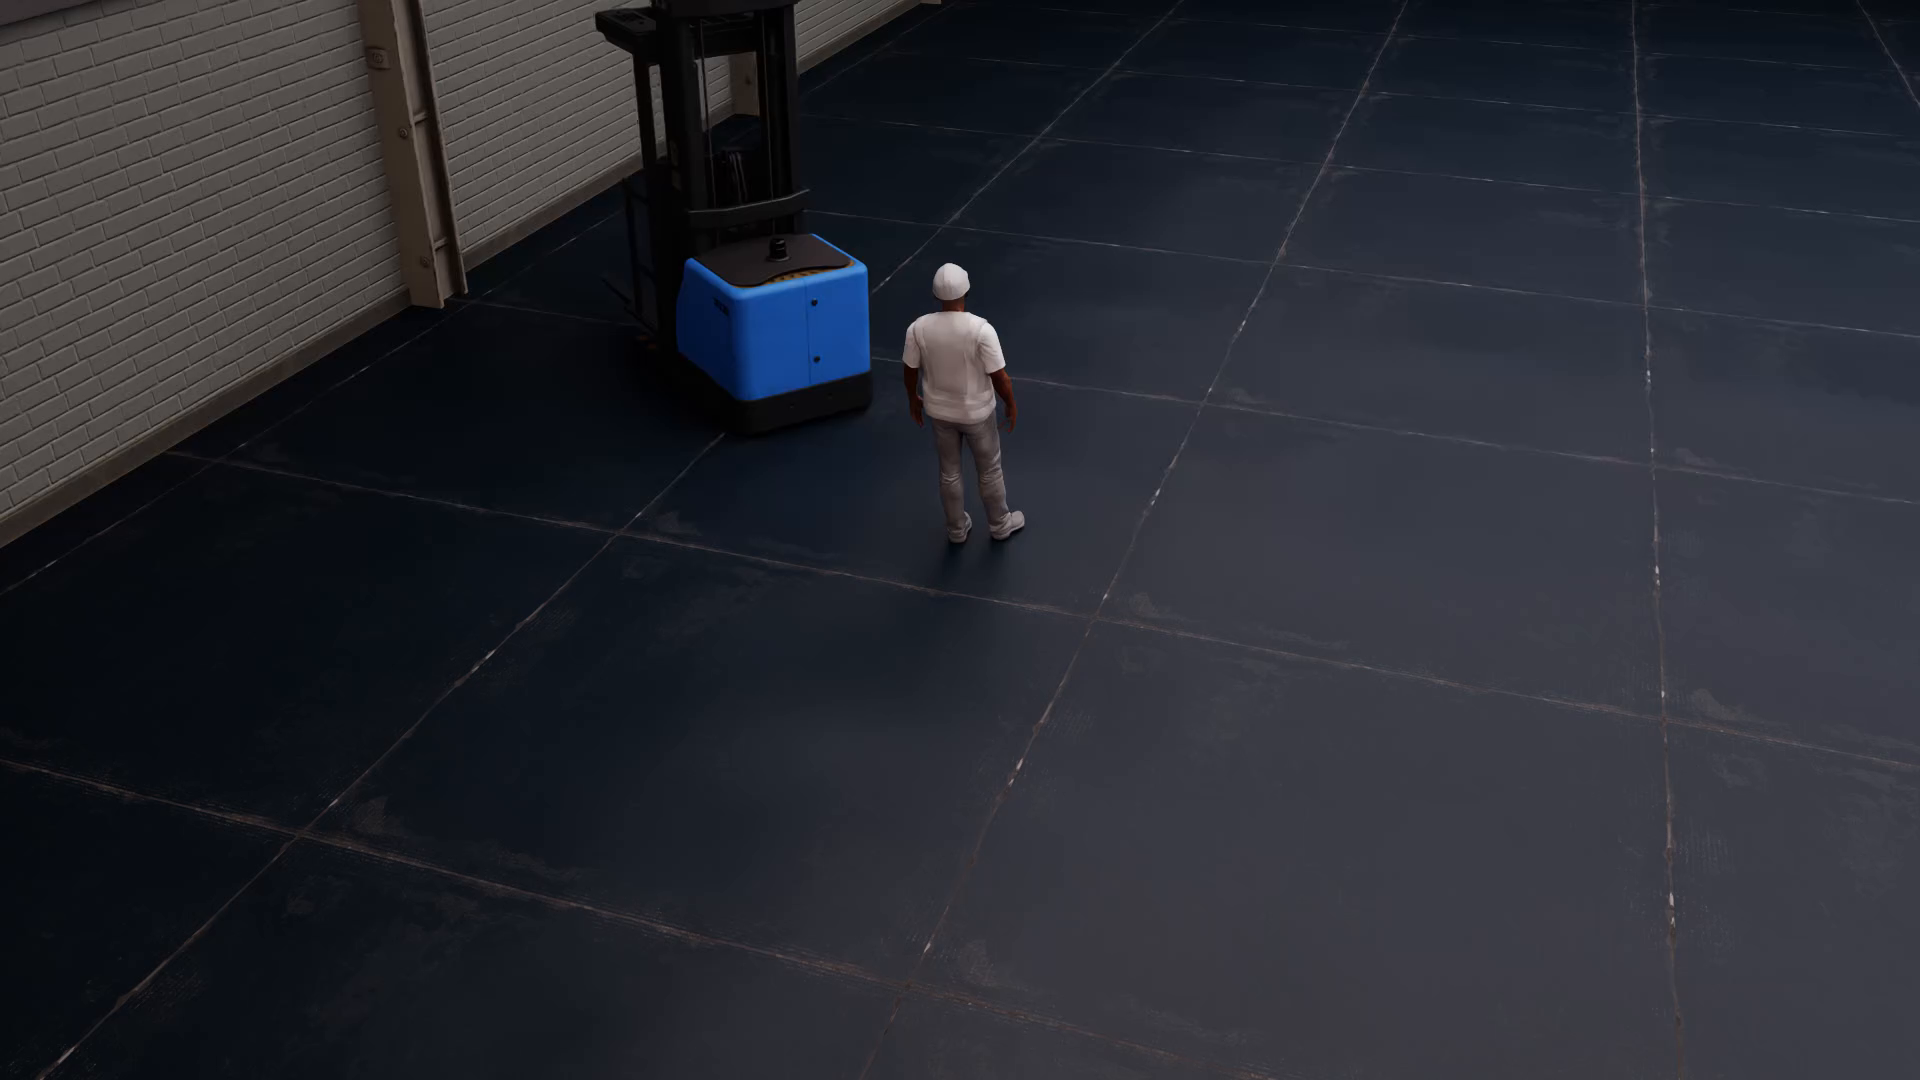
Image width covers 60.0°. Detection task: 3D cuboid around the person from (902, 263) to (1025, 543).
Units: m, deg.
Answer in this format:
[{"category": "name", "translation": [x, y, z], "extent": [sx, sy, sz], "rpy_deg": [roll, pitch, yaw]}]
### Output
[{"category": "person", "translation": [0.027, -0.805, 9.712], "extent": [0.666, 1.768, 0.575], "rpy_deg": [10, 31, 16]}]

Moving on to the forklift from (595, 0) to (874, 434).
[{"category": "forklift", "translation": [-1.818, -2.678, 11.835], "extent": [1.130, 2.935, 3.031], "rpy_deg": [-17, 34, -28]}]
